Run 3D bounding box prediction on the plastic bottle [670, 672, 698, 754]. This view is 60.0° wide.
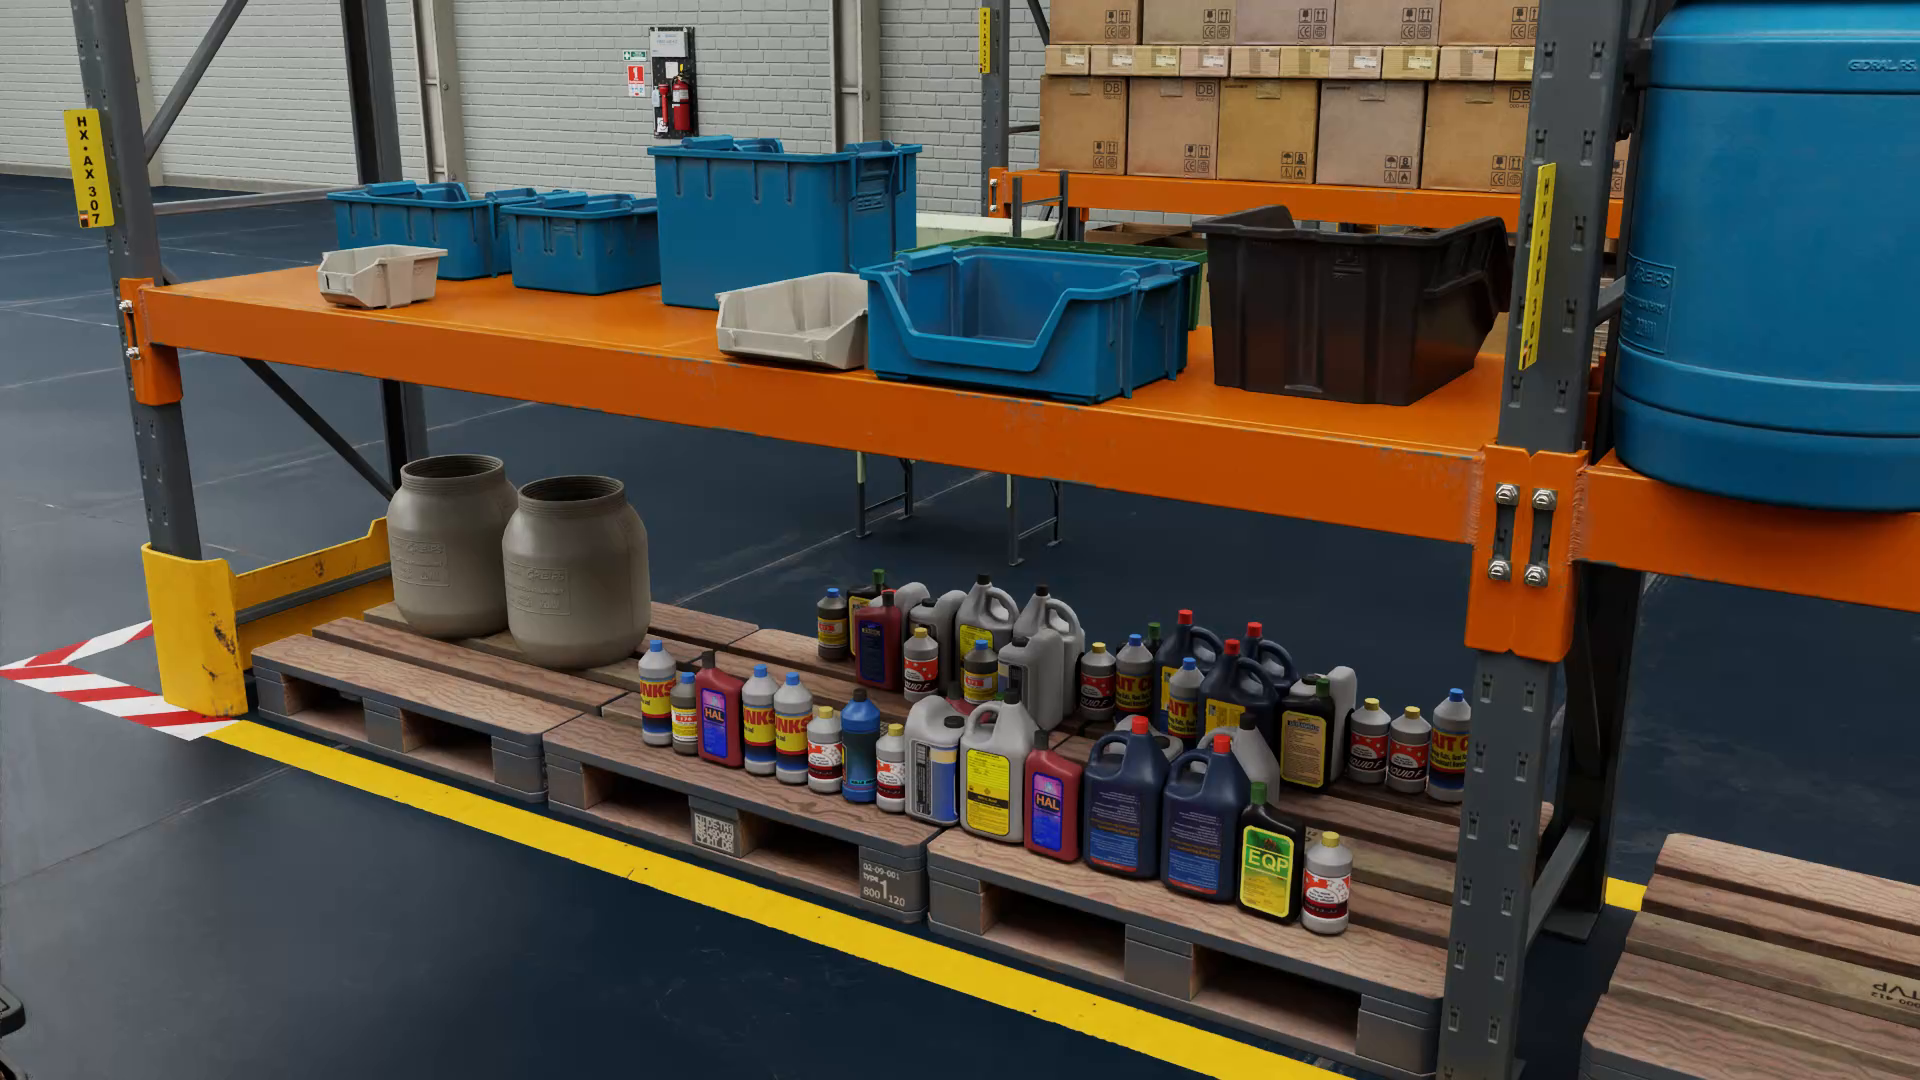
[{"bbox_3d":[-0.702,0.443,4.319,0.097,0.201,0.097,0,17,0],"label":"plastic bottle"}]

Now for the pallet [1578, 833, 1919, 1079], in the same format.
[{"bbox_3d":[1.926,0.998,3.231,1.213,0.211,1.003,10,20,30],"label":"pallet"}]

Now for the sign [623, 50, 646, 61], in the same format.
[{"bbox_3d":[-3.555,-5.291,18.165,0.331,0.109,0.001,10,20,30],"label":"sign"}]

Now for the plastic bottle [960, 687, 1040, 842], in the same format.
[{"bbox_3d":[0.098,0.506,3.854,0.185,0.351,0.144,10,20,30],"label":"plastic bottle"}]

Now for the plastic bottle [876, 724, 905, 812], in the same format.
[{"bbox_3d":[-0.153,0.541,3.997,0.097,0.201,0.097,0,17,0],"label":"plastic bottle"}]

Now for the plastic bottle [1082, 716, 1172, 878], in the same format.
[{"bbox_3d":[0.373,0.556,3.692,0.185,0.351,0.144,9,19,27],"label":"plastic bottle"}]

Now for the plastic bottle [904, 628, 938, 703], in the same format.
[{"bbox_3d":[-0.108,0.345,4.642,0.097,0.201,0.097,0,17,0],"label":"plastic bottle"}]

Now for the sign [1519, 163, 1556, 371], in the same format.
[{"bbox_3d":[0.939,-0.444,2.704,0.005,0.325,0.100,10,20,30],"label":"sign"}]

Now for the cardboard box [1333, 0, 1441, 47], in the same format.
[{"bbox_3d":[2.167,-2.635,7.992,0.500,0.500,0.700,10,20,30],"label":"cardboard box"}]

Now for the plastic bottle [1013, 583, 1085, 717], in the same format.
[{"bbox_3d":[0.243,0.292,4.558,0.185,0.351,0.144,10,20,30],"label":"plastic bottle"}]

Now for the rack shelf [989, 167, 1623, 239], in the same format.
[{"bbox_3d":[2.128,-1.632,8.330,4.000,0.370,1.077,10,20,30],"label":"rack shelf"}]

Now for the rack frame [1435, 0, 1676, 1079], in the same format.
[{"bbox_3d":[1.236,-0.446,3.187,0.127,3.000,1.000,10,20,30],"label":"rack frame"}]

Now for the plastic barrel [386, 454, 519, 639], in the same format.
[{"bbox_3d":[-1.571,0.017,5.224,0.421,0.512,0.421,0,17,0],"label":"plastic barrel"}]

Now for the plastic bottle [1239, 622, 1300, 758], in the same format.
[{"bbox_3d":[0.766,0.386,4.251,0.185,0.351,0.144,11,20,32],"label":"plastic bottle"}]

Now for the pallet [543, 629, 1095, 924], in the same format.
[{"bbox_3d":[-0.358,0.591,4.573,1.213,0.211,1.003,10,20,30],"label":"pallet"}]

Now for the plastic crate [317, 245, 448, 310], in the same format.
[{"bbox_3d":[-1.578,-0.712,4.518,0.250,0.136,0.298,10,20,30],"label":"plastic crate"}]

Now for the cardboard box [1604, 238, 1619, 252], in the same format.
[{"bbox_3d":[4.640,-2.184,12.454,0.500,0.500,0.700,9,19,27],"label":"cardboard box"}]

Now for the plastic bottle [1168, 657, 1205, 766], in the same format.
[{"bbox_3d":[0.579,0.432,4.237,0.097,0.271,0.097,0,17,0],"label":"plastic bottle"}]

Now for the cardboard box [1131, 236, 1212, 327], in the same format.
[{"bbox_3d":[1.191,-1.312,8.758,0.500,0.500,0.500,10,20,30],"label":"cardboard box"}]

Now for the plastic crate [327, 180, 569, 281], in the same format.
[{"bbox_3d":[-1.589,-0.981,5.205,0.616,0.251,0.499,10,20,30],"label":"plastic crate"}]

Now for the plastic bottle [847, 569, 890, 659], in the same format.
[{"bbox_3d":[-0.269,0.219,4.915,0.133,0.283,0.061,11,20,31],"label":"plastic bottle"}]

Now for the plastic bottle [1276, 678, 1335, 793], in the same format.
[{"bbox_3d":[0.849,0.471,4.088,0.133,0.283,0.061,10,20,30],"label":"plastic bottle"}]

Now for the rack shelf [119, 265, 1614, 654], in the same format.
[{"bbox_3d":[-0.468,-0.406,4.293,4.000,0.370,1.077,10,20,30],"label":"rack shelf"}]

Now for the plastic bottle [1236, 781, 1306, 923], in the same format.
[{"bbox_3d":[0.654,0.652,3.490,0.133,0.283,0.061,11,20,33],"label":"plastic bottle"}]

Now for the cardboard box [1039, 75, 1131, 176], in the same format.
[{"bbox_3d":[0.814,-2.254,8.968,0.500,0.500,0.700,10,20,30],"label":"cardboard box"}]

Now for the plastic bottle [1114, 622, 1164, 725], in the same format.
[{"bbox_3d":[0.486,0.354,4.472,0.133,0.283,0.061,11,20,32],"label":"plastic bottle"}]

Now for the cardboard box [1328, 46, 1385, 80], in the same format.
[{"bbox_3d":[1.954,-2.291,7.976,0.250,0.149,0.380,10,20,31],"label":"cardboard box"}]

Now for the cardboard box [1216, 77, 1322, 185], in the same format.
[{"bbox_3d":[1.685,-2.098,8.456,0.500,0.500,0.700,10,20,30],"label":"cardboard box"}]

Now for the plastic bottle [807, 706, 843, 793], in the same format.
[{"bbox_3d":[-0.329,0.510,4.100,0.097,0.201,0.097,0,17,0],"label":"plastic bottle"}]

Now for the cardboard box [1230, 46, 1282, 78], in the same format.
[{"bbox_3d":[1.526,-2.369,8.231,0.250,0.149,0.380,9,19,28],"label":"cardboard box"}]

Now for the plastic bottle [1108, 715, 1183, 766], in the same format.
[{"bbox_3d":[0.429,0.551,3.836,0.135,0.276,0.152,10,20,30],"label":"plastic bottle"}]

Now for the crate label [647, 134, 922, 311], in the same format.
[{"bbox_3d":[-0.462,-0.858,4.484,0.616,0.435,0.502,10,20,30],"label":"crate label"}]

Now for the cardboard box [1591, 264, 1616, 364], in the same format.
[{"bbox_3d":[2.902,-1.011,7.768,0.500,0.500,0.500,10,20,30],"label":"cardboard box"}]

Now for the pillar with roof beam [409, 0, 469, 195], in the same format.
[{"bbox_3d":[-8.417,-7.245,15.250,0.400,9.000,9.100,10,20,30],"label":"pillar with roof beam"}]

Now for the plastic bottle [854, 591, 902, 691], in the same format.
[{"bbox_3d":[-0.233,0.277,4.723,0.133,0.283,0.061,10,20,30],"label":"plastic bottle"}]

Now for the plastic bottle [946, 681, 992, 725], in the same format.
[{"bbox_3d":[0.017,0.487,4.035,0.133,0.283,0.061,10,20,30],"label":"plastic bottle"}]

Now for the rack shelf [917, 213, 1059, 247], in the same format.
[{"bbox_3d":[-0.006,-1.092,6.553,0.720,0.370,0.431,10,20,30],"label":"rack shelf"}]

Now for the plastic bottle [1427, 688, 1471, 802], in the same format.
[{"bbox_3d":[1.194,0.492,4.037,0.097,0.271,0.097,0,17,0],"label":"plastic bottle"}]

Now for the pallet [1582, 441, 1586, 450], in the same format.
[{"bbox_3d":[3.176,-0.469,8.062,1.213,0.211,1.003,10,20,30],"label":"pallet"}]

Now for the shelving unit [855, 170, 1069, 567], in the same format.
[{"bbox_3d":[-0.006,-0.719,6.667,0.755,1.500,0.431,10,20,30],"label":"shelving unit"}]

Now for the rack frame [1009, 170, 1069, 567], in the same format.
[{"bbox_3d":[0.306,-0.663,6.483,0.023,1.500,0.400,10,20,30],"label":"rack frame"}]

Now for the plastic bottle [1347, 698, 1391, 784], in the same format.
[{"bbox_3d":[1.021,0.495,4.149,0.097,0.201,0.097,0,17,0],"label":"plastic bottle"}]

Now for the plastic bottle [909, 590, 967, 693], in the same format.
[{"bbox_3d":[-0.059,0.276,4.742,0.135,0.276,0.152,10,19,29],"label":"plastic bottle"}]

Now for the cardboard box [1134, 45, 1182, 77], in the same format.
[{"bbox_3d":[1.083,-2.448,8.490,0.250,0.149,0.380,10,20,30],"label":"cardboard box"}]

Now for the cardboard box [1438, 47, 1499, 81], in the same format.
[{"bbox_3d":[2.407,-2.212,7.714,0.250,0.149,0.380,11,20,32],"label":"cardboard box"}]

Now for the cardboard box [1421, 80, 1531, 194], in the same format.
[{"bbox_3d":[2.572,-1.942,7.940,0.500,0.500,0.700,10,20,31],"label":"cardboard box"}]

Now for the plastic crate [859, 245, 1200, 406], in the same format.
[{"bbox_3d":[0.151,-0.476,3.542,0.616,0.251,0.499,10,20,30],"label":"plastic crate"}]

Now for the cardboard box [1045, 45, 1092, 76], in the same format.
[{"bbox_3d":[0.645,-2.525,8.746,0.250,0.149,0.380,10,20,30],"label":"cardboard box"}]

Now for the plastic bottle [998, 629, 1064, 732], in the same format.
[{"bbox_3d":[0.187,0.369,4.436,0.135,0.276,0.152,10,20,30],"label":"plastic bottle"}]

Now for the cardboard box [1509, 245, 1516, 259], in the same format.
[{"bbox_3d":[2.748,-1.216,8.442,0.500,0.500,0.500,10,20,30],"label":"cardboard box"}]

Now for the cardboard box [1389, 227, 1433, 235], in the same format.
[{"bbox_3d":[3.555,-2.304,13.175,0.500,0.311,0.500,8,19,24],"label":"cardboard box"}]

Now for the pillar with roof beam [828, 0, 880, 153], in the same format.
[{"bbox_3d":[-3.304,-6.332,12.245,0.400,9.000,9.100,10,20,30],"label":"pillar with roof beam"}]

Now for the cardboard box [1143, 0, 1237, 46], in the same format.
[{"bbox_3d":[1.311,-2.788,8.494,0.500,0.500,0.700,10,19,29],"label":"cardboard box"}]

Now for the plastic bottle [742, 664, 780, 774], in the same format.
[{"bbox_3d":[-0.498,0.446,4.189,0.097,0.271,0.097,0,17,0],"label":"plastic bottle"}]

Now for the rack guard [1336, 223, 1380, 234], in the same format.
[{"bbox_3d":[3.077,-2.300,13.593,0.348,0.500,1.175,10,20,30],"label":"rack guard"}]

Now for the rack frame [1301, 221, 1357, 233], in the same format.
[{"bbox_3d":[3.013,-3.508,13.268,0.127,3.000,1.000,10,20,30],"label":"rack frame"}]
